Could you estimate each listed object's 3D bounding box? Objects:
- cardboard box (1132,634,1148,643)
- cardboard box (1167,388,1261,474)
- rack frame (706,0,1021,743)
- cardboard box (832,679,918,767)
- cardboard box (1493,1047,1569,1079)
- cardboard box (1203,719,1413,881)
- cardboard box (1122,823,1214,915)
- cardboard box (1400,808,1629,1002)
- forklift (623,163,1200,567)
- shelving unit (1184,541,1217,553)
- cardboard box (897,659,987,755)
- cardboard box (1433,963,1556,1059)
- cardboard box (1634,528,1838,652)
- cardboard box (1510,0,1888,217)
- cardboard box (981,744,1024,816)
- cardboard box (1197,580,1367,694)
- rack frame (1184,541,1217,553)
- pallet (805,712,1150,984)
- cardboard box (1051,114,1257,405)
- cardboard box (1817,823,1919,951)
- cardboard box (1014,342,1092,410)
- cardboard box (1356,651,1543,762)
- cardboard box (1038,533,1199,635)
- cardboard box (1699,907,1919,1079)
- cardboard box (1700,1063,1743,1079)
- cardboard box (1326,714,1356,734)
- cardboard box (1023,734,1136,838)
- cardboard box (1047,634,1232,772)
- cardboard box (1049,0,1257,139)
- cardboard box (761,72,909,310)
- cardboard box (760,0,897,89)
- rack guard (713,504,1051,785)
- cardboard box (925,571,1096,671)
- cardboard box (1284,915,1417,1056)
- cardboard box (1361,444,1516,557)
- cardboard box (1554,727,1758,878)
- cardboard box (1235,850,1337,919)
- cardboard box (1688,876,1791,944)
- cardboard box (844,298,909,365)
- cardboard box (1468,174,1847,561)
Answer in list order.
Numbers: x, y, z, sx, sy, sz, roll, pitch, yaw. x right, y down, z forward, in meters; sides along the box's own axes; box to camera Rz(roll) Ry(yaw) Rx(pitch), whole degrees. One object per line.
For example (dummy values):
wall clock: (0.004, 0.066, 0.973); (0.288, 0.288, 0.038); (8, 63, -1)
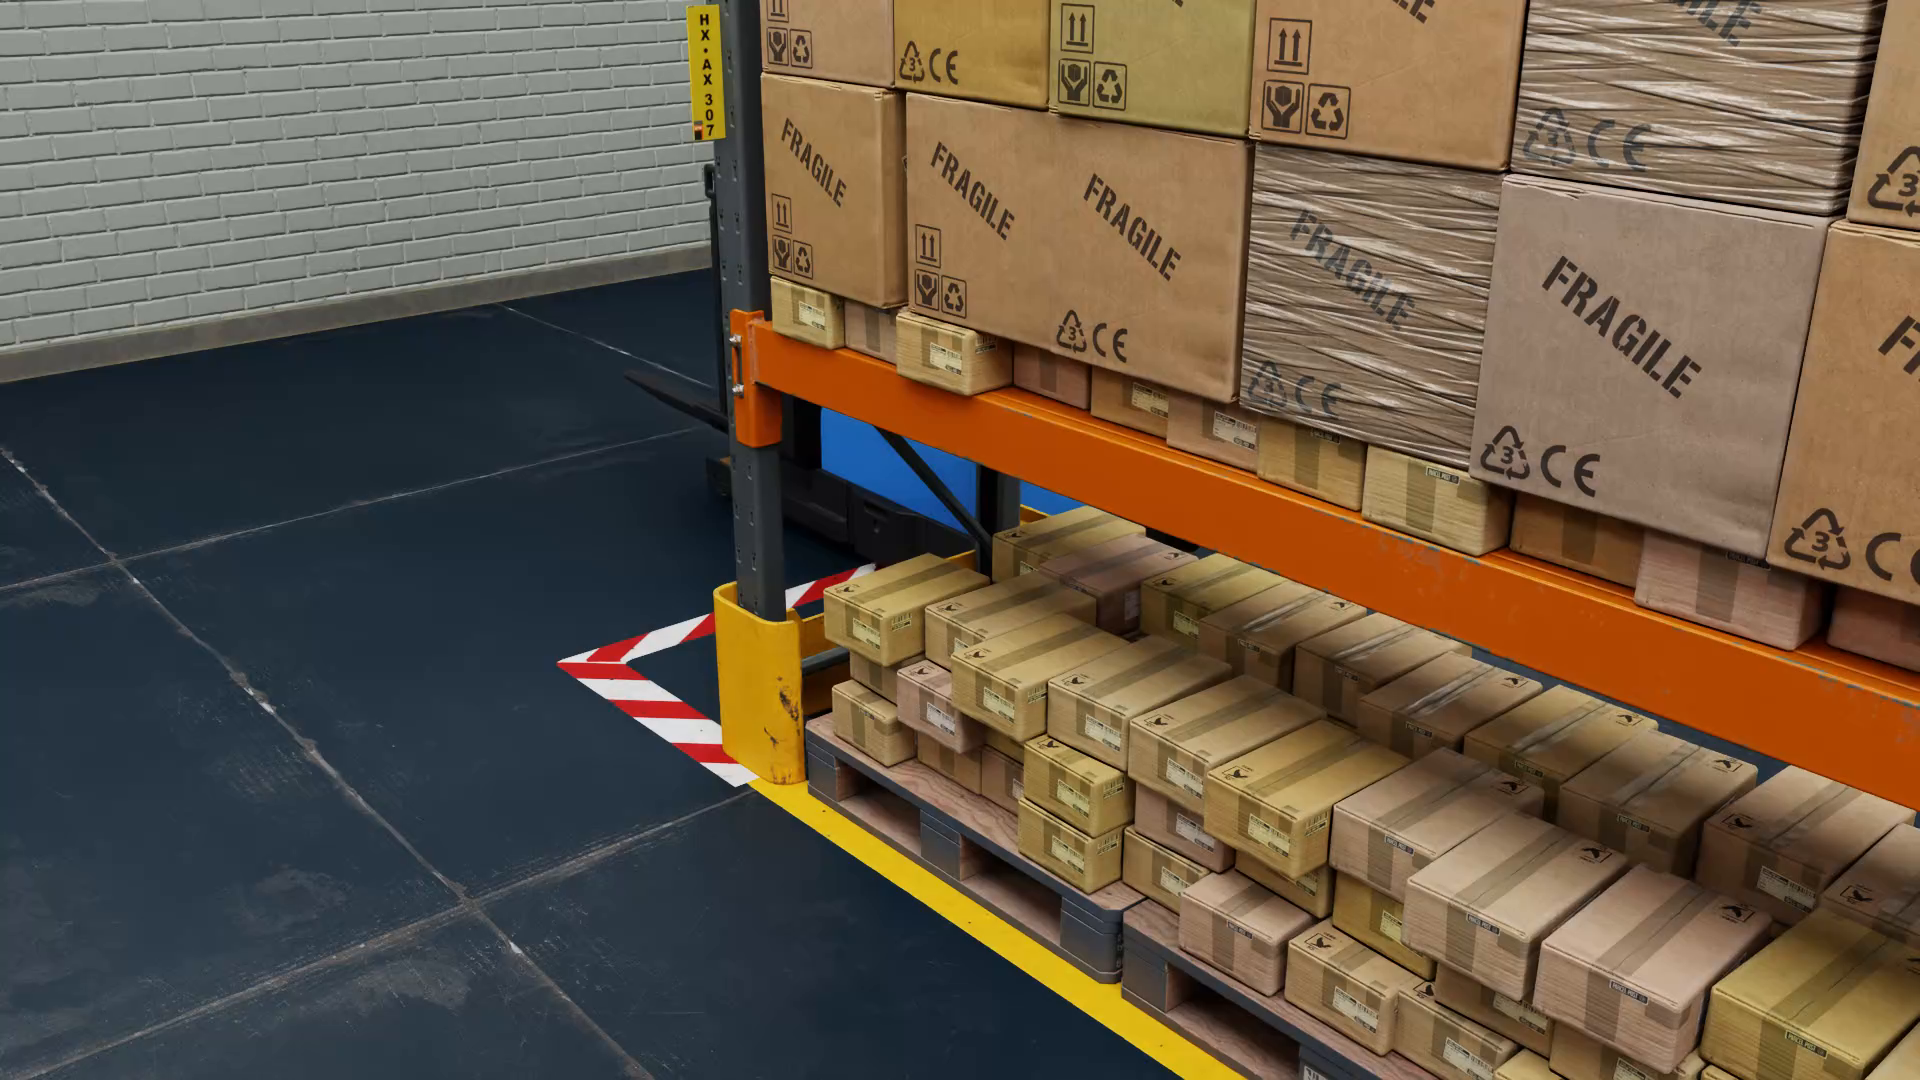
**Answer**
cardboard box: (0.678, 0.315, 4.492); (0.380, 0.149, 0.250); (-19, 28, -40)
cardboard box: (0.643, -0.273, 3.411); (0.380, 0.149, 0.250); (-18, 28, -38)
rack frame: (-0.224, -0.899, 4.667); (1.000, 3.000, 0.127); (-17, 27, -37)
cardboard box: (-0.124, 0.454, 4.546); (0.380, 0.149, 0.250); (-17, 27, -36)
cardboard box: (1.198, 1.025, 3.088); (0.380, 0.149, 0.250); (-18, 27, -38)
cardboard box: (0.735, 0.540, 3.509); (0.380, 0.149, 0.250); (-17, 27, -37)
cardboard box: (0.599, 0.718, 3.871); (0.380, 0.149, 0.250); (-17, 27, -37)
cardboard box: (1.051, 0.682, 3.148); (0.380, 0.149, 0.250); (-19, 28, -39)
forklift: (-0.404, -1.592, 6.529); (1.130, 2.935, 3.031); (-16, 26, -35)
shelving unit: (0.977, -0.340, 5.910); (0.252, 1.050, 0.215); (-12, 25, -28)
cardboard box: (0.060, 0.389, 4.303); (0.380, 0.149, 0.250); (-18, 27, -38)
cardboard box: (1.136, 0.809, 3.231); (0.380, 0.149, 0.250); (-19, 28, -40)
cardboard box: (1.294, 0.021, 2.661); (0.380, 0.149, 0.250); (-19, 28, -40)
cardboard box: (1.211, -0.797, 2.489); (0.500, 0.500, 0.500); (-17, 27, -36)
cardboard box: (0.276, 0.573, 4.240); (0.380, 0.149, 0.250); (-17, 27, -37)
cardboard box: (0.821, 0.253, 4.244); (0.380, 0.149, 0.250); (-19, 28, -39)
rack frame: (0.872, -0.317, 5.853); (0.008, 1.050, 0.200); (-12, 25, -28)
pallet: (0.329, 0.653, 4.527); (1.003, 0.211, 1.213); (-17, 27, -37)
cardboard box: (0.539, -0.614, 3.395); (0.500, 0.500, 0.500); (-17, 27, -37)
cardboard box: (1.795, 0.701, 3.098); (0.380, 0.149, 0.250); (-18, 28, -39)
cardboard box: (0.345, -0.428, 3.809); (0.380, 0.149, 0.250); (-16, 26, -35)
cardboard box: (1.126, 0.413, 3.835); (0.380, 0.149, 0.250); (-19, 28, -39)
cardboard box: (0.434, 0.125, 4.570); (0.380, 0.149, 0.250); (-17, 27, -36)
cardboard box: (1.483, 0.806, 2.831); (0.380, 0.149, 0.250); (-16, 27, -36)
cardboard box: (1.477, 0.954, 2.862); (0.380, 0.149, 0.250); (-17, 27, -37)
cardboard box: (1.025, 0.455, 4.134); (0.380, 0.149, 0.250); (-17, 27, -37)
cardboard box: (0.372, 0.532, 3.937); (0.380, 0.149, 0.250); (-16, 27, -36)
cardboard box: (0.424, 0.378, 3.924); (0.380, 0.149, 0.250); (-19, 28, -40)
cardboard box: (0.525, -1.076, 3.202); (0.500, 0.500, 0.500); (-18, 28, -39)
cardboard box: (-0.140, -0.895, 4.110); (0.500, 0.500, 0.500); (-16, 26, -35)
cardboard box: (-0.132, -1.363, 3.934); (0.500, 0.500, 0.500); (-18, 27, -38)
rack guard: (-0.174, 0.286, 5.069); (1.175, 0.500, 0.348); (-17, 27, -37)
cardboard box: (0.132, 0.229, 4.304); (0.380, 0.149, 0.250); (-17, 27, -36)
cardboard box: (0.896, 0.878, 3.463); (0.380, 0.149, 0.250); (-17, 27, -37)
cardboard box: (0.949, -0.115, 3.010); (0.380, 0.149, 0.250); (-17, 27, -36)
cardboard box: (1.450, 0.556, 3.469); (0.380, 0.149, 0.250); (-19, 28, -40)
cardboard box: (0.825, 0.648, 3.642); (0.380, 0.149, 0.250); (-16, 26, -35)
cardboard box: (1.638, 0.759, 3.359); (0.380, 0.149, 0.250); (-16, 26, -35)
cardboard box: (-0.063, -0.554, 4.131); (0.380, 0.149, 0.250); (-16, 27, -36)
cardboard box: (1.196, -0.327, 2.661); (0.500, 0.500, 0.500); (-18, 27, -38)
